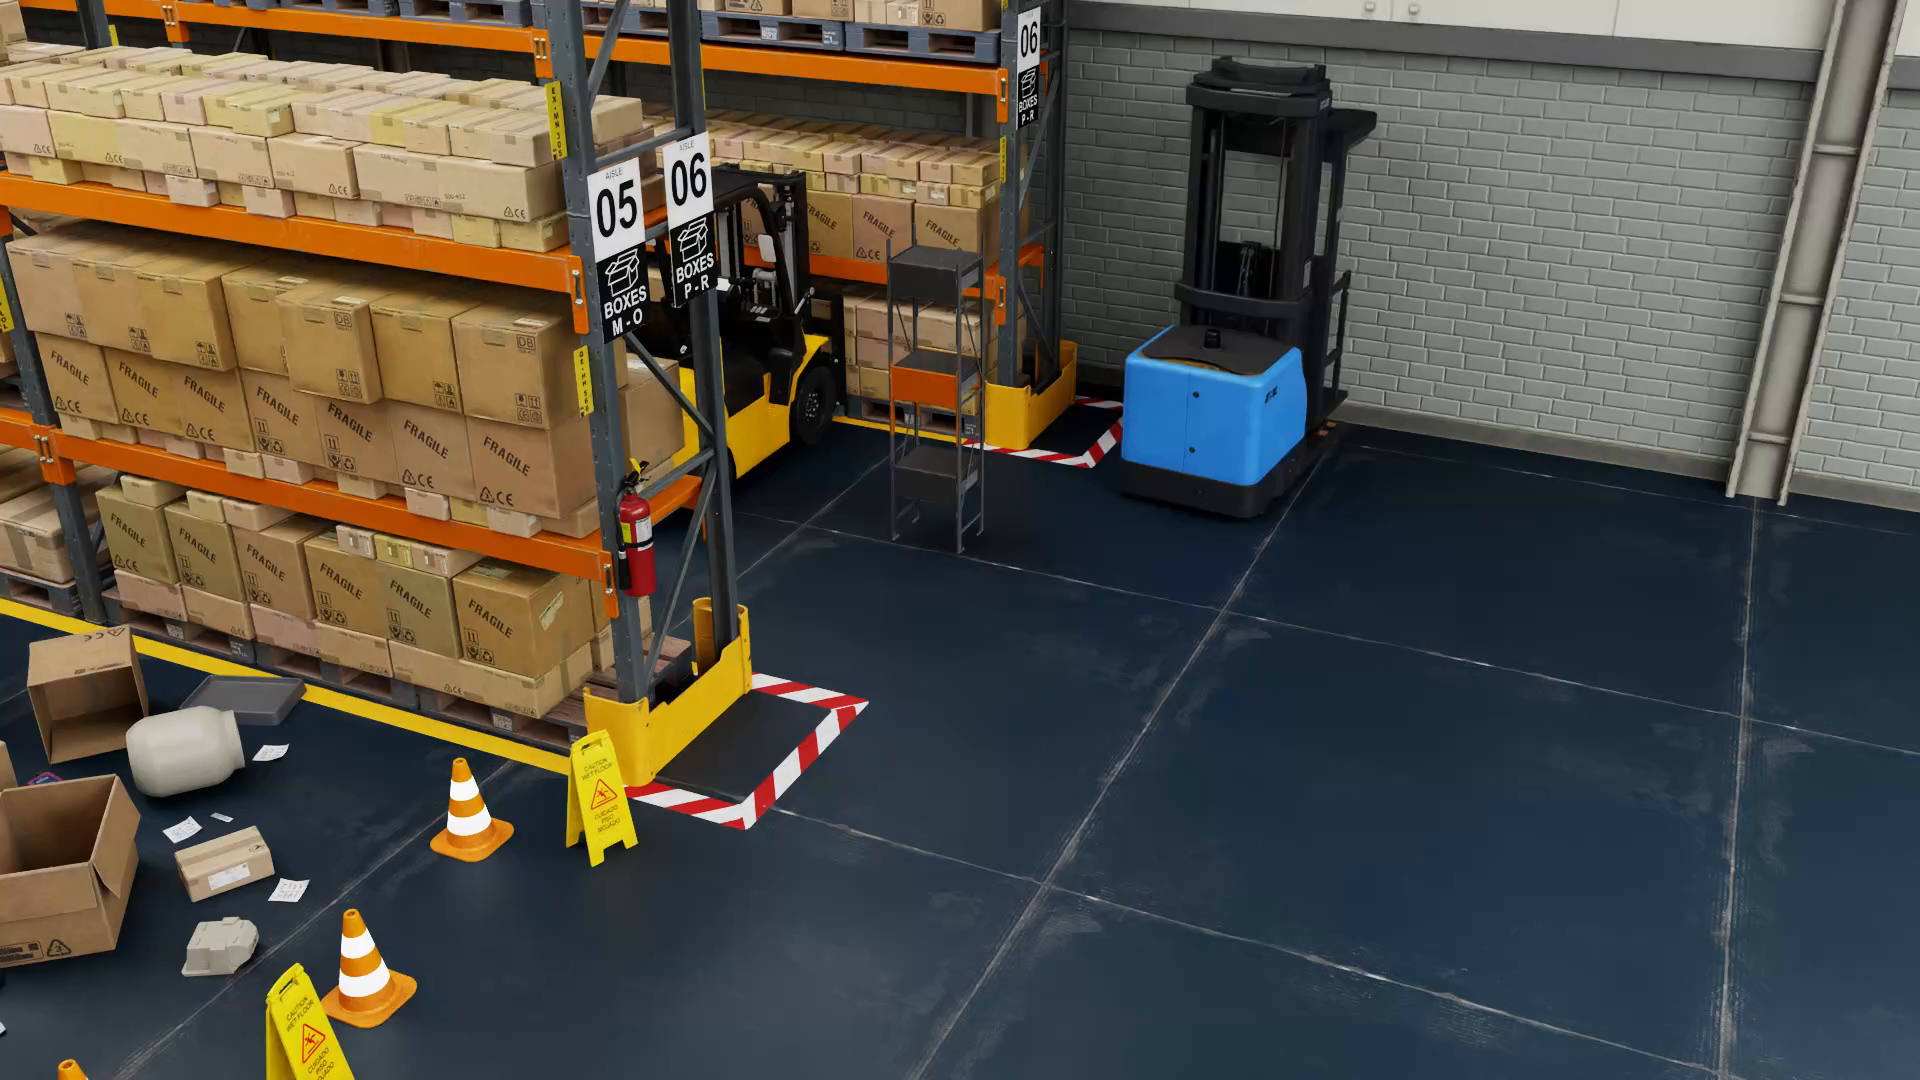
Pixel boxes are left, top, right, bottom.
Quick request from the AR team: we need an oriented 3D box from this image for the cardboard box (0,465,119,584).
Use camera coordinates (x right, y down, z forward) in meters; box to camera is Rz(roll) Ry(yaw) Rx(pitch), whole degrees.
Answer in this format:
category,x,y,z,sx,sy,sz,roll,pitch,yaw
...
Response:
category,x,y,z,sx,sy,sz,roll,pitch,yaw
cardboard box,-5.626,-0.133,10.693,0.625,0.372,0.950,12,29,22

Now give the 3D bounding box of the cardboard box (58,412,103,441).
category,x,y,z,sx,sy,sz,roll,pitch,yaw
cardboard box,-4.993,-0.729,9.689,0.250,0.149,0.380,11,28,22

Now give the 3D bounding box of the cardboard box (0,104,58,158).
category,x,y,z,sx,sy,sz,roll,pitch,yaw
cardboard box,-4.860,-2.250,8.930,0.500,0.250,0.500,11,28,21

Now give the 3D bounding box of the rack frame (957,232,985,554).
category,x,y,z,sx,sy,sz,roll,pitch,yaw
rack frame,0.071,-0.928,10.827,0.015,2.100,0.400,11,28,22

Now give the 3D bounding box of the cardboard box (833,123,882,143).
category,x,y,z,sx,sy,sz,roll,pitch,yaw
cardboard box,-0.810,-3.191,13.221,0.250,0.149,0.380,11,28,21

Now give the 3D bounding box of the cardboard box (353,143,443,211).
category,x,y,z,sx,sy,sz,roll,pitch,yaw
cardboard box,-2.535,-1.792,8.000,0.500,0.250,0.500,11,28,21

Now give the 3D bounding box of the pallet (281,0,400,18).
category,x,y,z,sx,sy,sz,roll,pitch,yaw
pallet,-5.063,-4.726,14.340,1.213,0.211,1.003,13,29,24

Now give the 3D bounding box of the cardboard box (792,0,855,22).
category,x,y,z,sx,sy,sz,roll,pitch,yaw
cardboard box,-0.850,-4.128,12.210,0.500,0.500,0.700,12,28,22

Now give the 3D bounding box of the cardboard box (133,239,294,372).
category,x,y,z,sx,sy,sz,roll,pitch,yaw
cardboard box,-3.935,-1.283,8.947,0.500,0.500,0.700,11,28,21

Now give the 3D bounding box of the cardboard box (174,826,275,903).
category,x,y,z,sx,sy,sz,roll,pitch,yaw
cardboard box,-3.535,1.555,7.993,0.380,0.149,0.250,-18,31,-31

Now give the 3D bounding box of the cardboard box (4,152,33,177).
category,x,y,z,sx,sy,sz,roll,pitch,yaw
cardboard box,-4.963,-2.104,9.086,0.250,0.149,0.380,11,28,21

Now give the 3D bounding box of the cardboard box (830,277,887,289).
category,x,y,z,sx,sy,sz,roll,pitch,yaw
cardboard box,-0.721,-2.046,13.586,0.500,0.250,0.500,11,28,21

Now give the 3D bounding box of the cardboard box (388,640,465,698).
category,x,y,z,sx,sy,sz,roll,pitch,yaw
cardboard box,-2.822,0.611,9.321,0.500,0.250,0.500,11,28,22

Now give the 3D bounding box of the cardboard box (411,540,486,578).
category,x,y,z,sx,sy,sz,roll,pitch,yaw
cardboard box,-2.705,0.039,8.898,0.250,0.149,0.380,12,29,23

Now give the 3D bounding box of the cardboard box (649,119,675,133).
category,x,y,z,sx,sy,sz,roll,pitch,yaw
cardboard box,-2.417,-3.262,13.365,0.250,0.149,0.380,11,28,21

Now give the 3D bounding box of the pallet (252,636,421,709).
category,x,y,z,sx,sy,sz,roll,pitch,yaw
pallet,-3.407,0.554,9.956,1.213,0.211,1.003,11,28,22

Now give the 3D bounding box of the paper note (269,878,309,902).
category,x,y,z,sx,sy,sz,roll,pitch,yaw
paper note,-3.191,1.663,7.908,0.142,0.019,0.148,2,26,4

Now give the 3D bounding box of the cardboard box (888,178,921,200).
category,x,y,z,sx,sy,sz,roll,pitch,yaw
cardboard box,-0.342,-2.687,12.533,0.250,0.149,0.380,12,29,23

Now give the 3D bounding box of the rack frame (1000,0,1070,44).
category,x,y,z,sx,sy,sz,roll,pitch,yaw
rack frame,0.545,-4.985,11.257,0.127,3.000,1.000,11,28,22

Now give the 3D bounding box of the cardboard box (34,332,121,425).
category,x,y,z,sx,sy,sz,roll,pitch,yaw
cardboard box,-4.862,-1.014,9.533,0.500,0.500,0.500,11,28,22

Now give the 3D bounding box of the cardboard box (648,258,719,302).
category,x,y,z,sx,sy,sz,roll,pitch,yaw
cardboard box,-2.324,-2.116,13.727,0.500,0.250,0.500,11,28,22

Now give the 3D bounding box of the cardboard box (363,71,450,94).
category,x,y,z,sx,sy,sz,roll,pitch,yaw
cardboard box,-2.850,-2.308,8.598,0.250,0.149,0.380,12,29,23

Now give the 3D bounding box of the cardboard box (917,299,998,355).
category,x,y,z,sx,sy,sz,roll,pitch,yaw
cardboard box,-0.003,-1.656,12.792,0.500,0.250,0.500,12,29,24

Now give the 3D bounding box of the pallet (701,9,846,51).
category,x,y,z,sx,sy,sz,roll,pitch,yaw
pallet,-1.202,-3.962,12.674,1.213,0.211,1.003,11,28,22

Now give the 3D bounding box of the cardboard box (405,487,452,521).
category,x,y,z,sx,sy,sz,roll,pitch,yaw
cardboard box,-2.683,-0.259,8.733,0.250,0.149,0.380,12,29,23

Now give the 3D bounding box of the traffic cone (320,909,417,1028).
category,x,y,z,sx,sy,sz,roll,pitch,yaw
traffic cone,-2.581,1.790,7.160,0.334,0.463,0.336,11,28,22

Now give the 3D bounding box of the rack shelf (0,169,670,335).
category,x,y,z,sx,sy,sz,roll,pitch,yaw
rack shelf,-3.327,-1.685,8.766,4.000,0.370,1.077,11,28,22

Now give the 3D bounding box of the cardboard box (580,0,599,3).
category,x,y,z,sx,sy,sz,roll,pitch,yaw
cardboard box,-2.813,-4.287,12.931,0.250,0.149,0.380,12,29,23

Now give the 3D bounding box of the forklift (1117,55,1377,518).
category,x,y,z,sx,sy,sz,roll,pitch,yaw
forklift,2.296,-2.079,12.224,1.130,2.935,3.031,14,30,26

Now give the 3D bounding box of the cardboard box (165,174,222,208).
category,x,y,z,sx,sy,sz,roll,pitch,yaw
cardboard box,-3.828,-1.835,8.539,0.250,0.149,0.380,11,28,21

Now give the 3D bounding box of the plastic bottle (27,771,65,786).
category,x,y,z,sx,sy,sz,roll,pitch,yaw
plastic bottle,-4.749,1.280,8.650,0.283,0.061,0.133,17,31,31

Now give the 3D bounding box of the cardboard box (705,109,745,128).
category,x,y,z,sx,sy,sz,roll,pitch,yaw
cardboard box,-1.969,-3.431,13.708,0.250,0.149,0.380,11,28,21

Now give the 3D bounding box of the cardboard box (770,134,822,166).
category,x,y,z,sx,sy,sz,roll,pitch,yaw
cardboard box,-1.267,-3.022,12.877,0.250,0.149,0.380,12,29,23

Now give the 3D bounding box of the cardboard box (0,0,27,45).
category,x,y,z,sx,sy,sz,roll,pitch,yaw
cardboard box,-5.971,-3.074,9.901,0.500,0.250,0.500,11,28,21

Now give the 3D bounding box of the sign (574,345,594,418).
category,x,y,z,sx,sy,sz,roll,pitch,yaw
sign,-1.754,-0.739,7.755,0.005,0.325,0.100,11,28,22

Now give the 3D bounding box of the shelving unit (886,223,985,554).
category,x,y,z,sx,sy,sz,roll,pitch,yaw
shelving unit,-0.151,-0.972,10.917,0.503,2.100,0.431,11,28,22

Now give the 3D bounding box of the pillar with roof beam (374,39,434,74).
category,x,y,z,sx,sy,sz,roll,pitch,yaw
pillar with roof beam,-6.959,-4.841,10.964,0.400,9.000,9.100,11,28,22

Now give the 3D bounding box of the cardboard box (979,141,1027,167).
category,x,y,z,sx,sy,sz,roll,pitch,yaw
cardboard box,0.328,-2.910,12.650,0.250,0.149,0.380,11,28,21

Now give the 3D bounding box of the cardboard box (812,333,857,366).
category,x,y,z,sx,sy,sz,roll,pitch,yaw
cardboard box,-0.958,-1.618,13.281,0.500,0.250,0.500,11,28,21

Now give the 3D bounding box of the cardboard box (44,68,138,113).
category,x,y,z,sx,sy,sz,roll,pitch,yaw
cardboard box,-4.510,-2.342,8.667,0.250,0.149,0.380,10,28,20

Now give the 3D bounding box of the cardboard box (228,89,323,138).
category,x,y,z,sx,sy,sz,roll,pitch,yaw
cardboard box,-3.346,-2.098,8.170,0.250,0.149,0.380,12,29,23

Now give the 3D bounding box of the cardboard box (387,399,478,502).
category,x,y,z,sx,sy,sz,roll,pitch,yaw
cardboard box,-2.568,-0.557,8.605,0.500,0.500,0.500,11,28,22

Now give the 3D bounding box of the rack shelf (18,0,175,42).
category,x,y,z,sx,sy,sz,roll,pitch,yaw
rack shelf,-8.558,-5.145,15.792,4.000,0.370,1.077,11,28,22

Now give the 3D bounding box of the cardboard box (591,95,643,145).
category,x,y,z,sx,sy,sz,roll,pitch,yaw
cardboard box,-1.745,-2.035,8.042,0.250,0.149,0.380,11,28,21

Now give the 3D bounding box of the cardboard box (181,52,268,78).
category,x,y,z,sx,sy,sz,roll,pitch,yaw
cardboard box,-4.010,-2.554,9.097,0.250,0.149,0.380,12,29,23

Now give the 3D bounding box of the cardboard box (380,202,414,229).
category,x,y,z,sx,sy,sz,roll,pitch,yaw
cardboard box,-2.617,-1.650,8.164,0.250,0.149,0.380,12,28,22

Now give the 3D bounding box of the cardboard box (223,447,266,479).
category,x,y,z,sx,sy,sz,roll,pitch,yaw
cardboard box,-3.833,-0.491,9.206,0.250,0.149,0.380,12,28,22

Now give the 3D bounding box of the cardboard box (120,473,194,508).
category,x,y,z,sx,sy,sz,roll,pitch,yaw
cardboard box,-4.633,-0.347,9.683,0.250,0.149,0.380,12,29,23

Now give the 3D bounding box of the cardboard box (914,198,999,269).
category,x,y,z,sx,sy,sz,roll,pitch,yaw
cardboard box,-0.011,-2.323,12.528,0.500,0.500,0.500,11,28,21

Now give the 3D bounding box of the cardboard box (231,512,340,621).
category,x,y,z,sx,sy,sz,roll,pitch,yaw
cardboard box,-3.758,0.086,9.538,0.500,0.500,0.500,13,29,24

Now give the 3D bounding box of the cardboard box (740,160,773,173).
category,x,y,z,sx,sy,sz,roll,pitch,yaw
cardboard box,-1.515,-2.906,12.978,0.250,0.149,0.380,11,28,21

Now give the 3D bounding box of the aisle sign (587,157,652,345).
category,x,y,z,sx,sy,sz,roll,pitch,yaw
aisle sign,-1.570,-1.335,7.693,0.004,0.787,0.394,11,28,22

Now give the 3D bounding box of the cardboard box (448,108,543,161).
category,x,y,z,sx,sy,sz,roll,pitch,yaw
cardboard box,-2.155,-1.893,7.755,0.250,0.149,0.380,12,29,23

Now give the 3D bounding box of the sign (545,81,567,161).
category,x,y,z,sx,sy,sz,roll,pitch,yaw
sign,-1.754,-1.820,7.223,0.005,0.325,0.100,11,28,22

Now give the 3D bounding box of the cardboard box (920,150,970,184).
category,x,y,z,sx,sy,sz,roll,pitch,yaw
cardboard box,-0.105,-2.776,12.378,0.250,0.149,0.380,11,28,22
